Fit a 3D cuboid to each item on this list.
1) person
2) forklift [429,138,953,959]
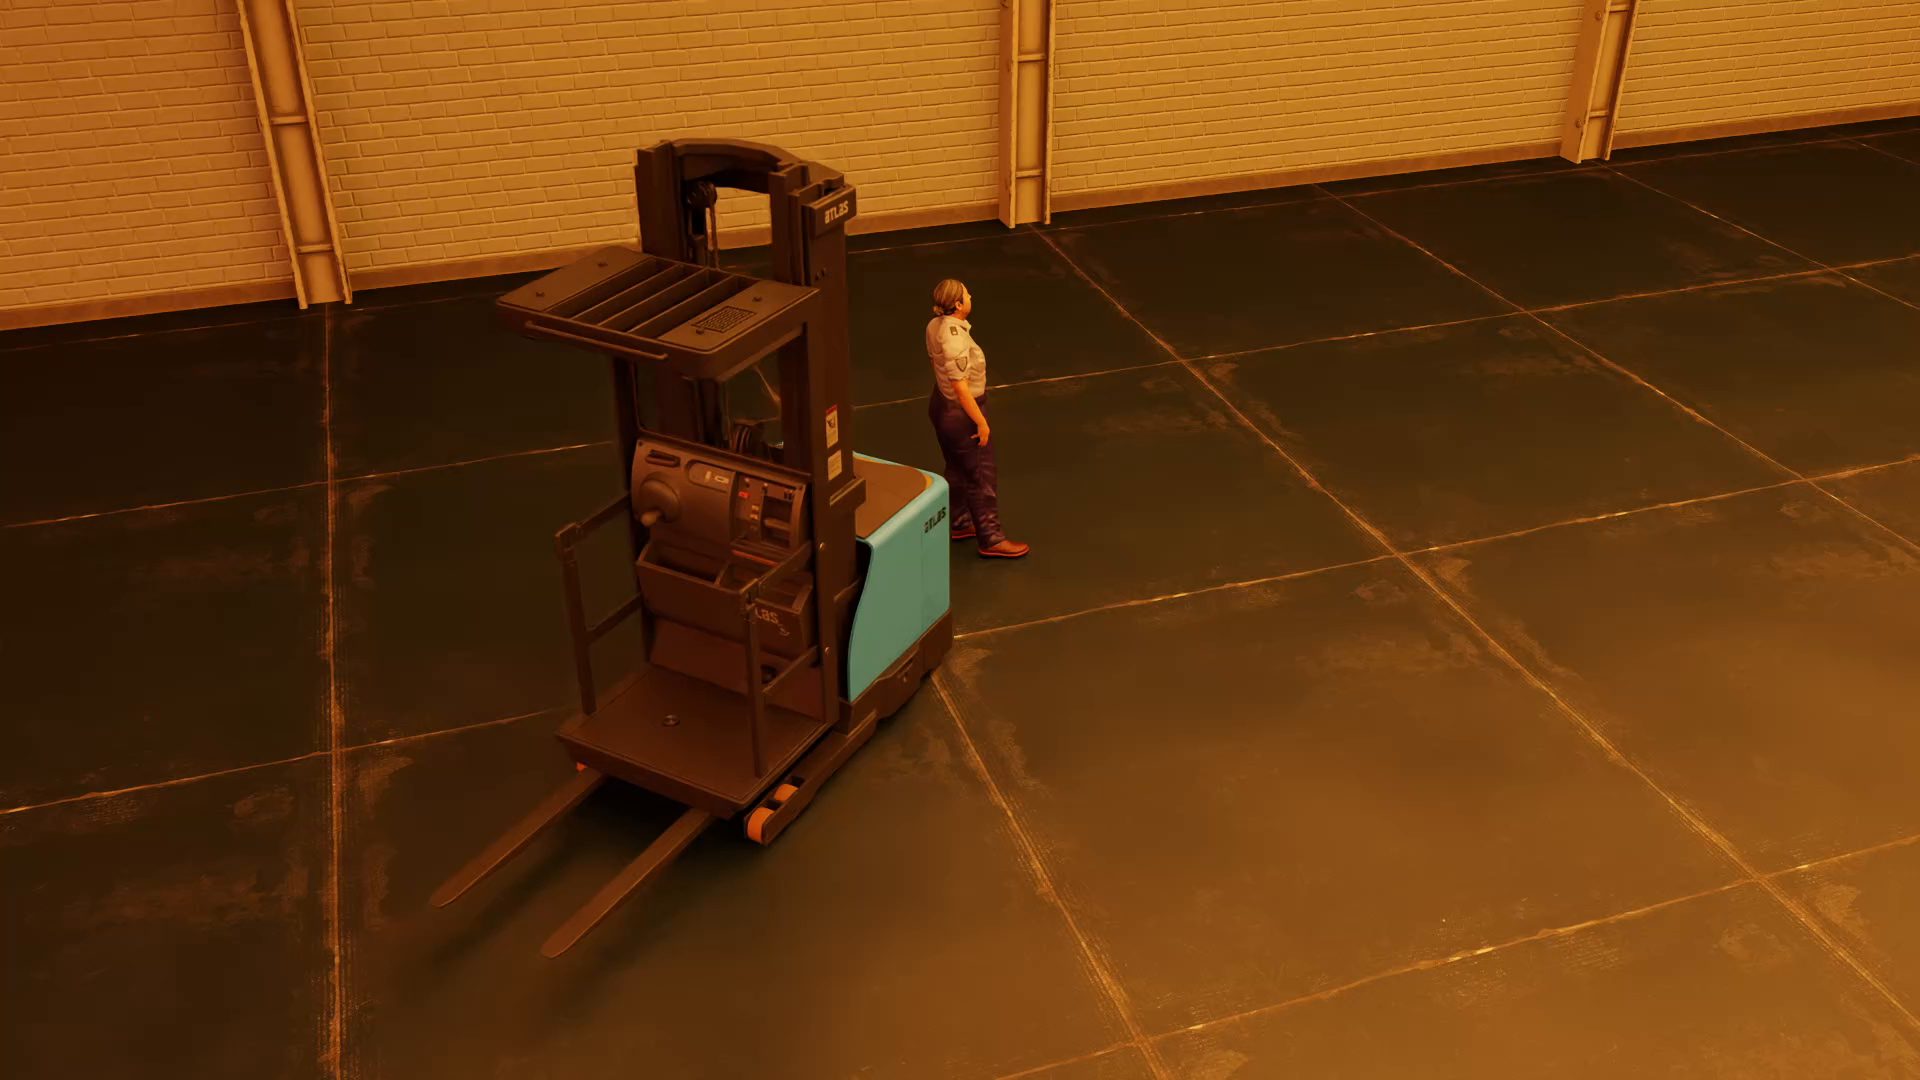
[{"bbox_3d":[0.092,-0.724,9.618,0.503,1.650,0.599,-10,31,-16],"label":"person"},{"bbox_3d":[-1.195,-0.139,7.329,1.130,2.935,3.031,15,33,25],"label":"forklift"}]
